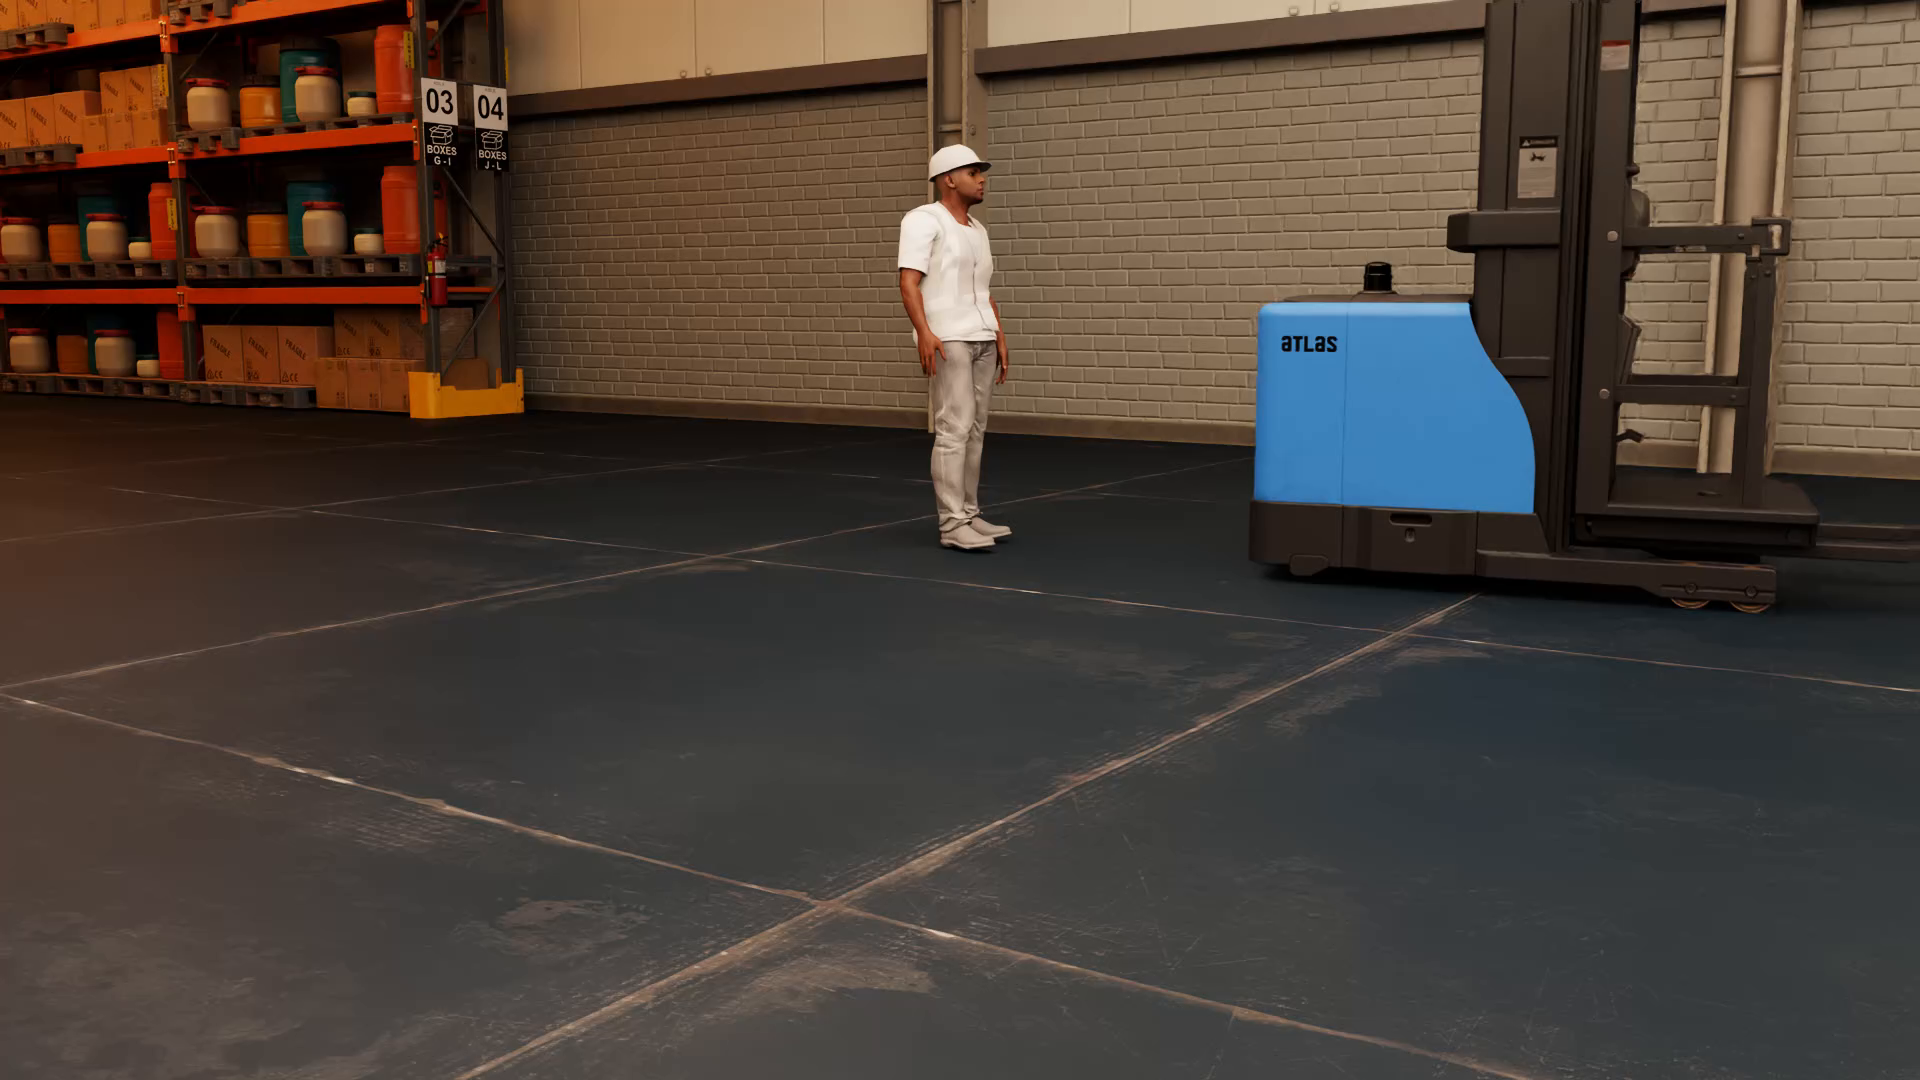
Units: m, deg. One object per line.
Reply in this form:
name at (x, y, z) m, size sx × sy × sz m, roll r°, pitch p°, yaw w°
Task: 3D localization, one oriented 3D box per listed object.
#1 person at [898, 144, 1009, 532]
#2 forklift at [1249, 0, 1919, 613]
person at (-0.011, -0.911, 7.474) m, size 0.420 × 1.706 × 0.665 m, roll 5°, pitch 10°, yaw 34°
forklift at (2.705, -1.280, 6.197) m, size 3.031 × 2.935 × 1.130 m, roll 3°, pitch 9°, yaw 22°
